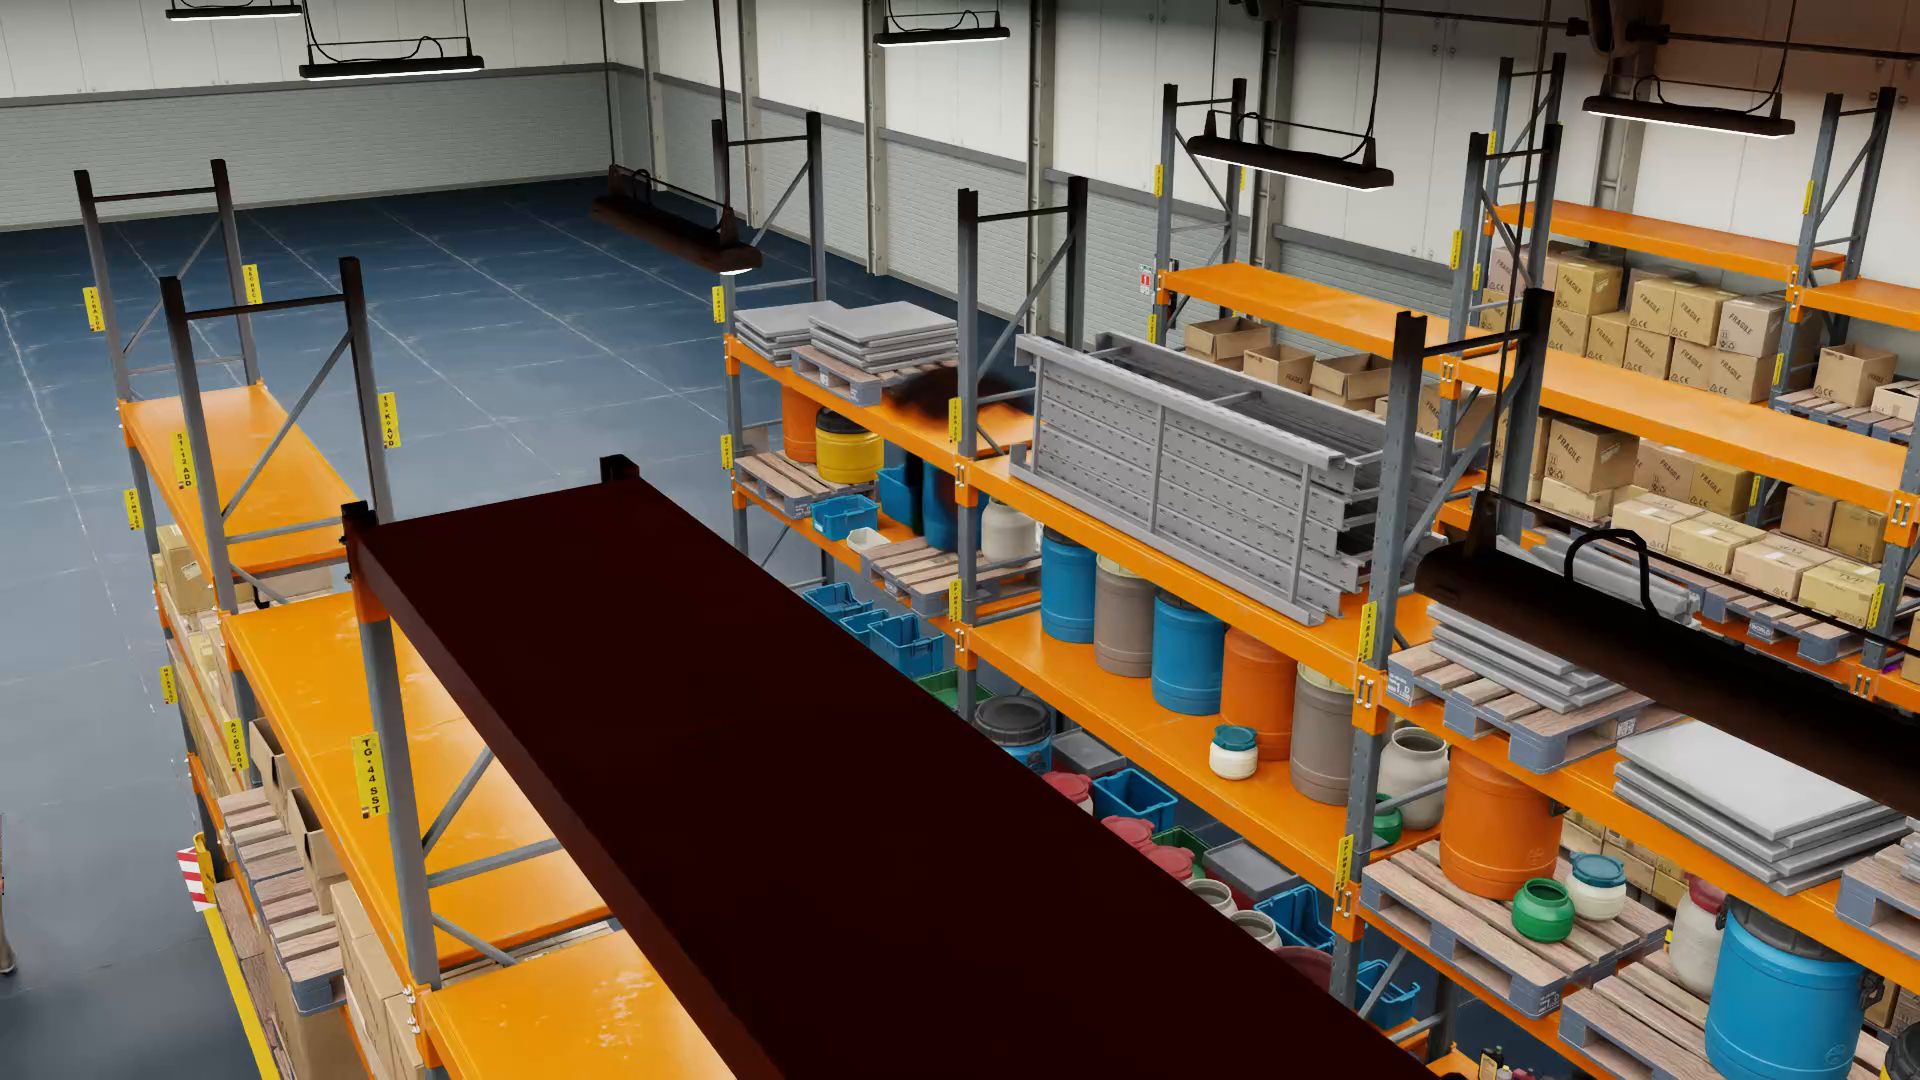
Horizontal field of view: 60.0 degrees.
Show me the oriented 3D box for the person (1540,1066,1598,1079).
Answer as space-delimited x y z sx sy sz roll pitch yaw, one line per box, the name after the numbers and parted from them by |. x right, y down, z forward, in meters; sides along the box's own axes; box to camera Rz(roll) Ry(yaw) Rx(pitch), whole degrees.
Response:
4.339 3.252 11.038 0.628 1.596 1.006 -13 25 -29 | person

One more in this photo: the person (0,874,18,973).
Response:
-7.616 2.547 12.713 0.586 1.732 0.415 0 22 1 | person

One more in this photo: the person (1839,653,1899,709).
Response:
8.515 1.399 15.595 0.507 1.732 1.007 -12 25 -27 | person

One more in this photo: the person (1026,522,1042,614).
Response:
0.793 0.360 18.273 0.390 1.673 0.528 -1 22 -3 | person
